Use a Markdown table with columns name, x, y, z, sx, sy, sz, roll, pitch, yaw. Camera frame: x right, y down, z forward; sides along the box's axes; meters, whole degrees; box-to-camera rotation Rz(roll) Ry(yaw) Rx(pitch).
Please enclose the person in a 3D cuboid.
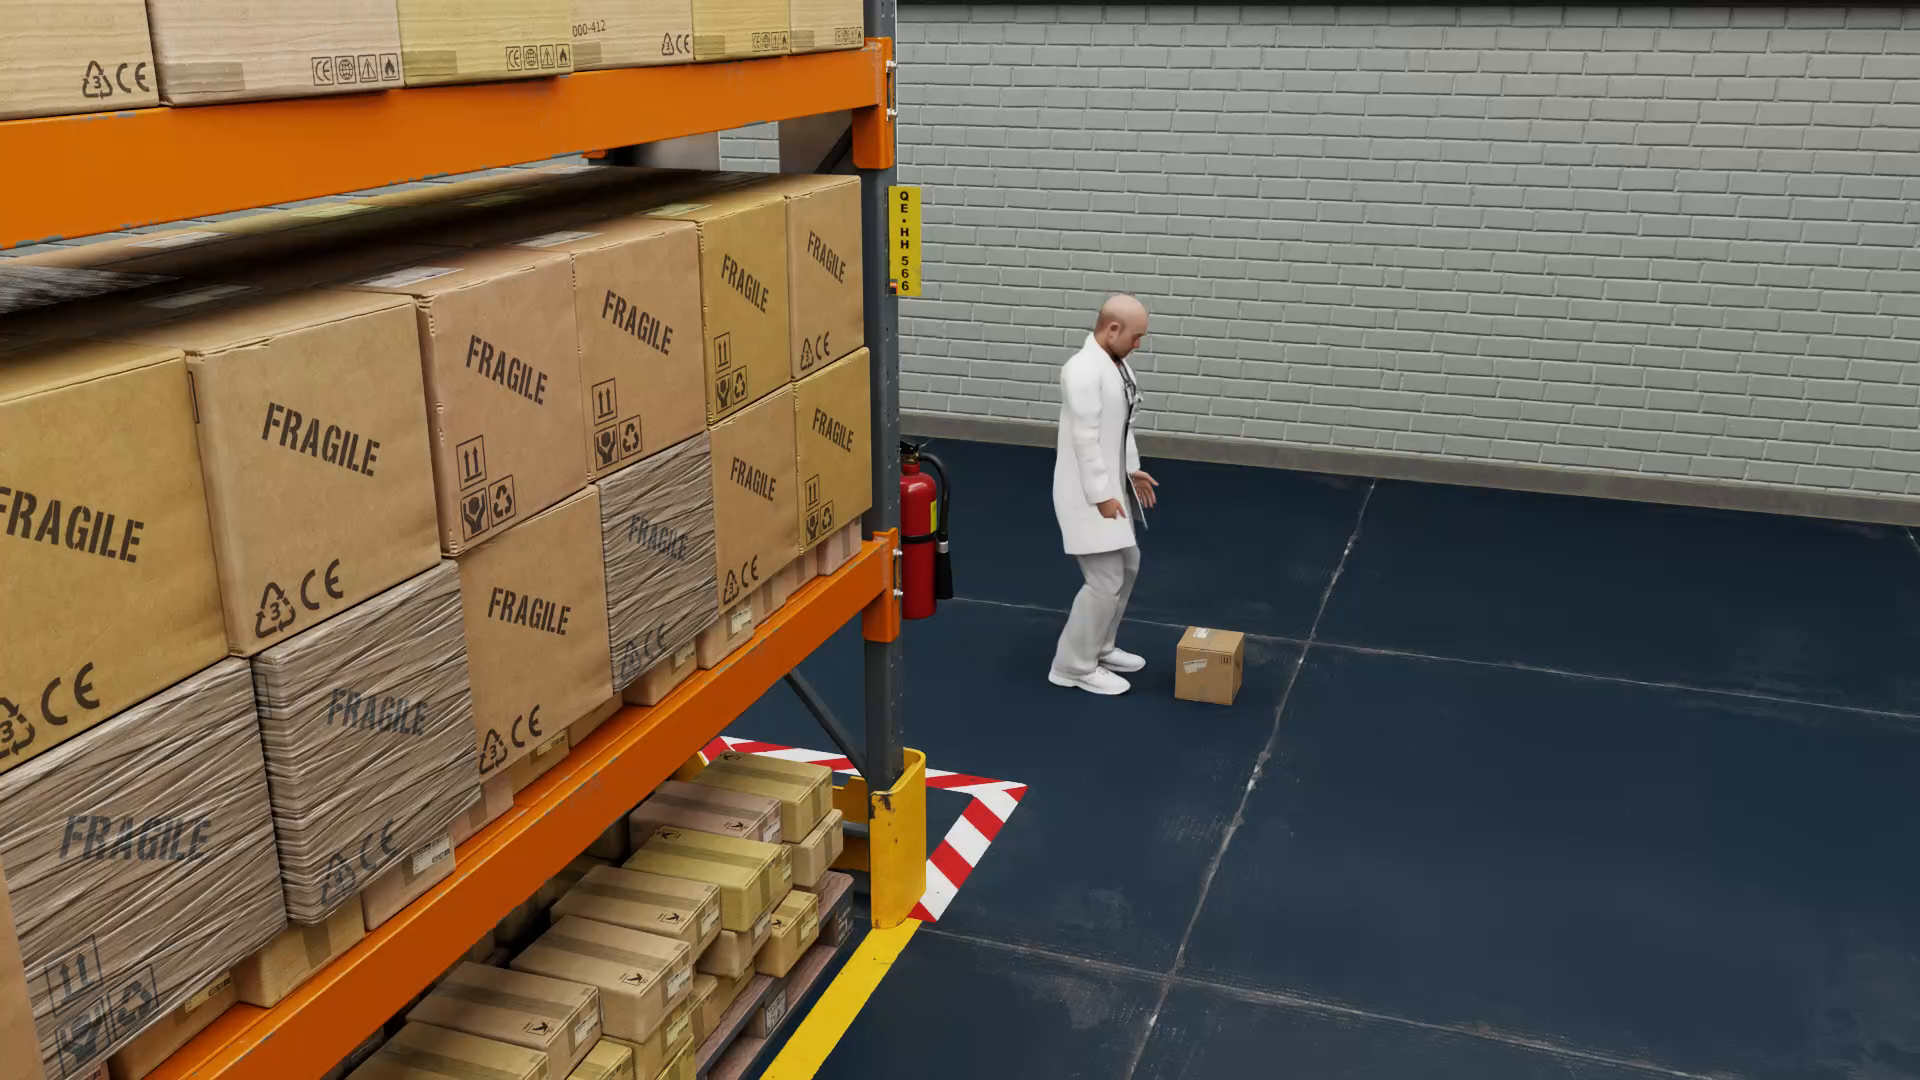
| name | x | y | z | sx | sy | sz | roll | pitch | yaw |
| --- | --- | --- | --- | --- | --- | --- | --- | --- | --- |
| person | 0.627 | -0.211 | 7.289 | 0.396 | 1.745 | 0.583 | 7 | 20 | 20 |
